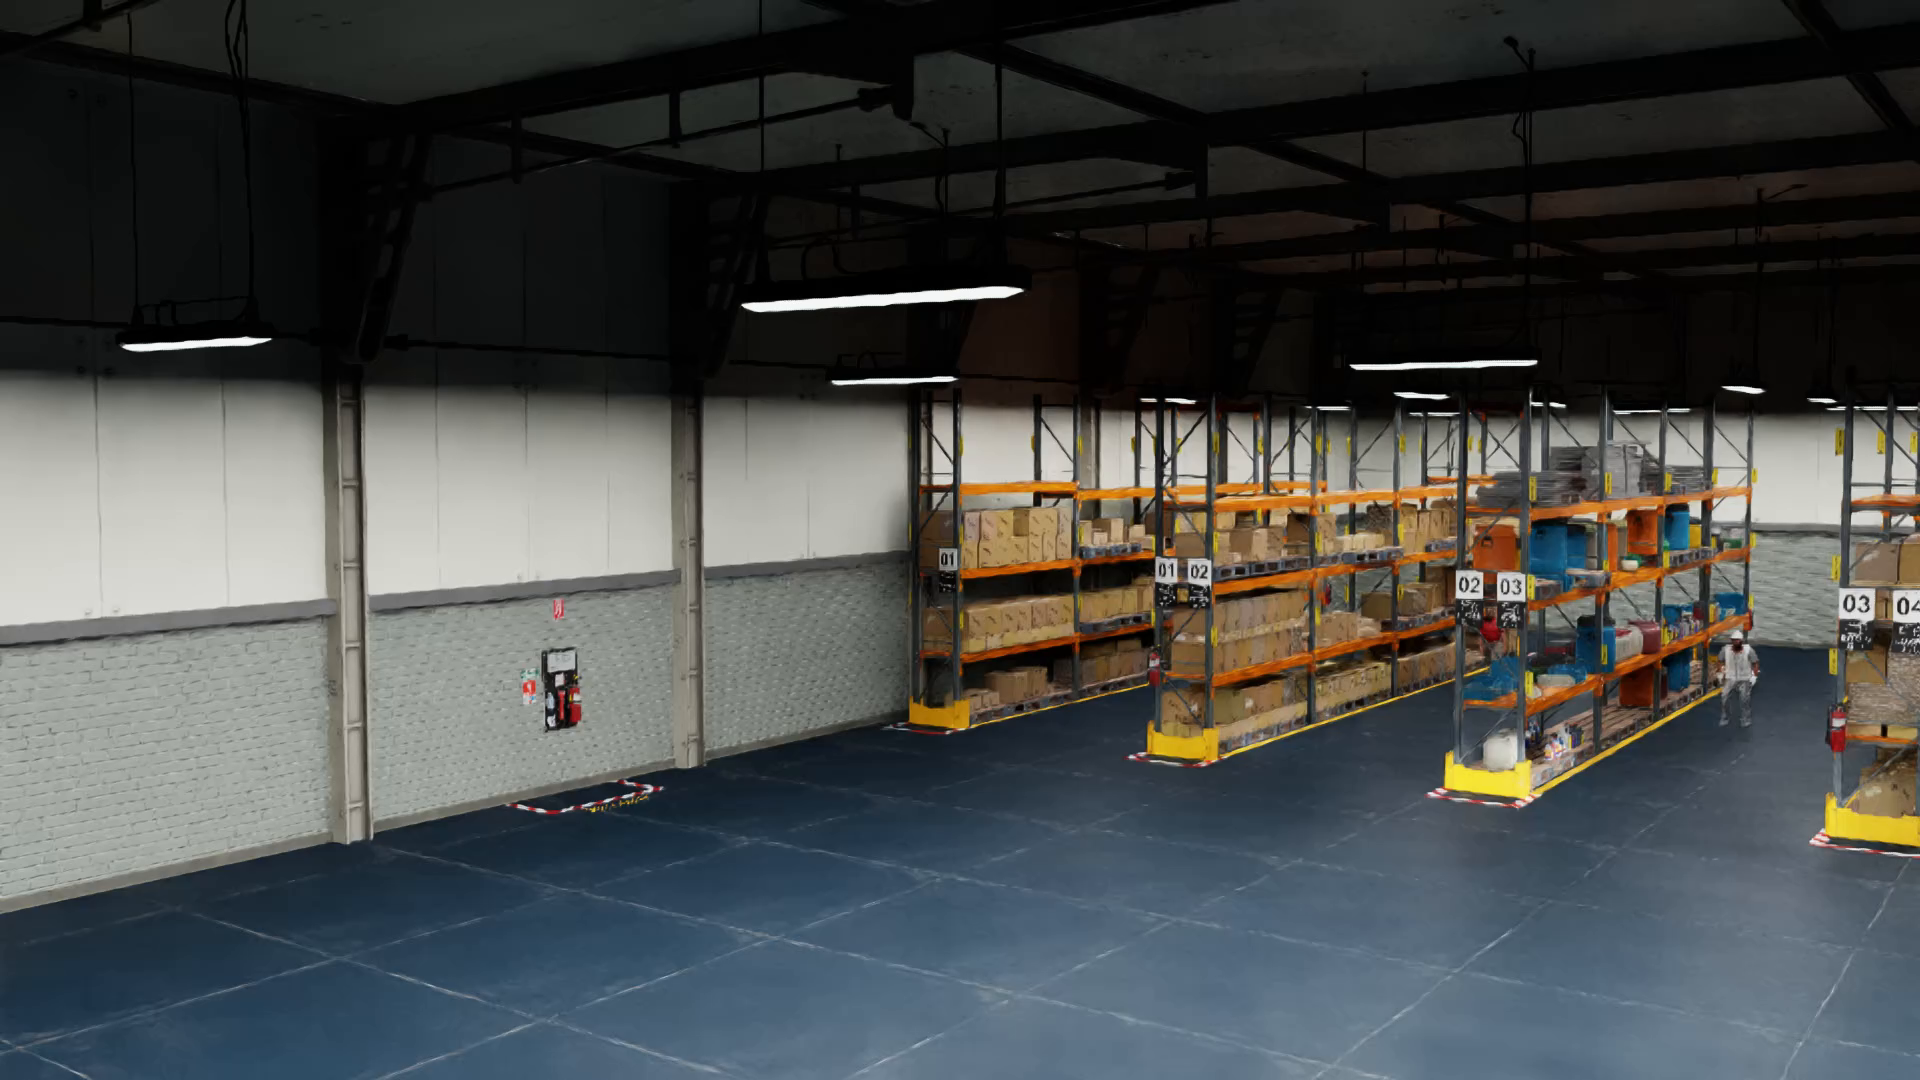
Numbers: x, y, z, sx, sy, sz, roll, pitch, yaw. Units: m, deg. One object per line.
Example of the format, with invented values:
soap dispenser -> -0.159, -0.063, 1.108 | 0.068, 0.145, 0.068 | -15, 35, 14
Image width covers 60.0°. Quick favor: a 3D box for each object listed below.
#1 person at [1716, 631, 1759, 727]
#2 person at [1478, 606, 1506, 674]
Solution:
person -> 13.763, 2.464, 29.465 | 0.702, 1.735, 0.549 | 2, 4, 34
person -> 11.052, 2.189, 34.639 | 0.542, 1.645, 1.126 | 3, 4, 38
